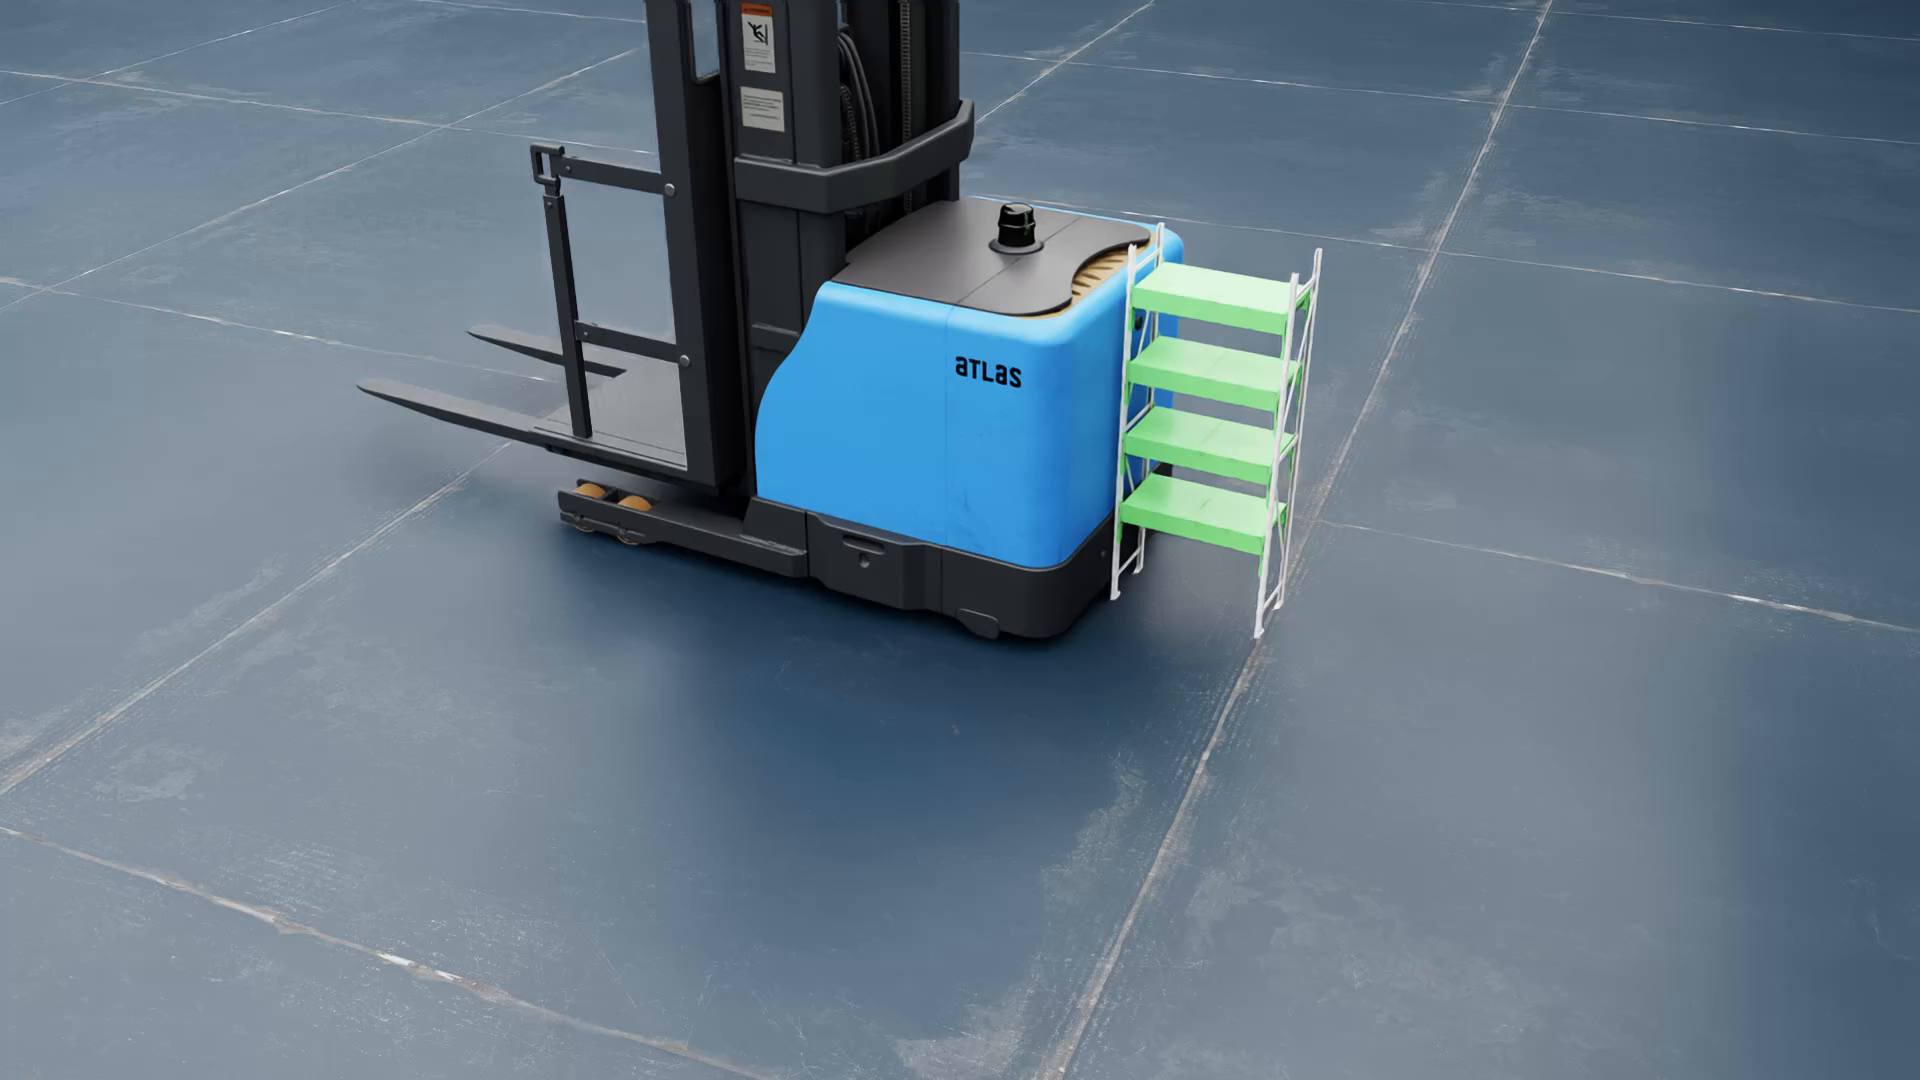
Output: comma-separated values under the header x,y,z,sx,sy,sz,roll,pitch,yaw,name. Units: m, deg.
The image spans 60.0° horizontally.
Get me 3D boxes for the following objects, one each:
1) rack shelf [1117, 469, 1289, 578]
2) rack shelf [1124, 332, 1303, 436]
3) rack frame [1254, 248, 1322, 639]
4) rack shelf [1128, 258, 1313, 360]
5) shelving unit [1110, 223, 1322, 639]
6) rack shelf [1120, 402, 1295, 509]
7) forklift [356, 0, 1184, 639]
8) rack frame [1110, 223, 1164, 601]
x,y,z,sx,sy,sz,roll,pitch,yaw,name
0.767,-0.058,5.250,0.480,0.148,0.258,15,33,24,rack shelf
0.767,-0.476,5.014,0.480,0.148,0.258,15,33,24,rack shelf
0.983,-0.266,5.002,0.015,1.200,0.240,15,33,24,rack frame
0.767,-0.685,4.896,0.480,0.148,0.258,15,33,24,rack shelf
0.767,-0.322,5.101,0.503,1.200,0.258,15,33,24,shelving unit
0.767,-0.267,5.132,0.480,0.148,0.258,15,33,24,rack shelf
-0.814,-1.471,5.374,3.031,2.935,1.130,15,33,24,forklift
0.552,-0.378,5.200,0.015,1.200,0.240,15,33,24,rack frame
